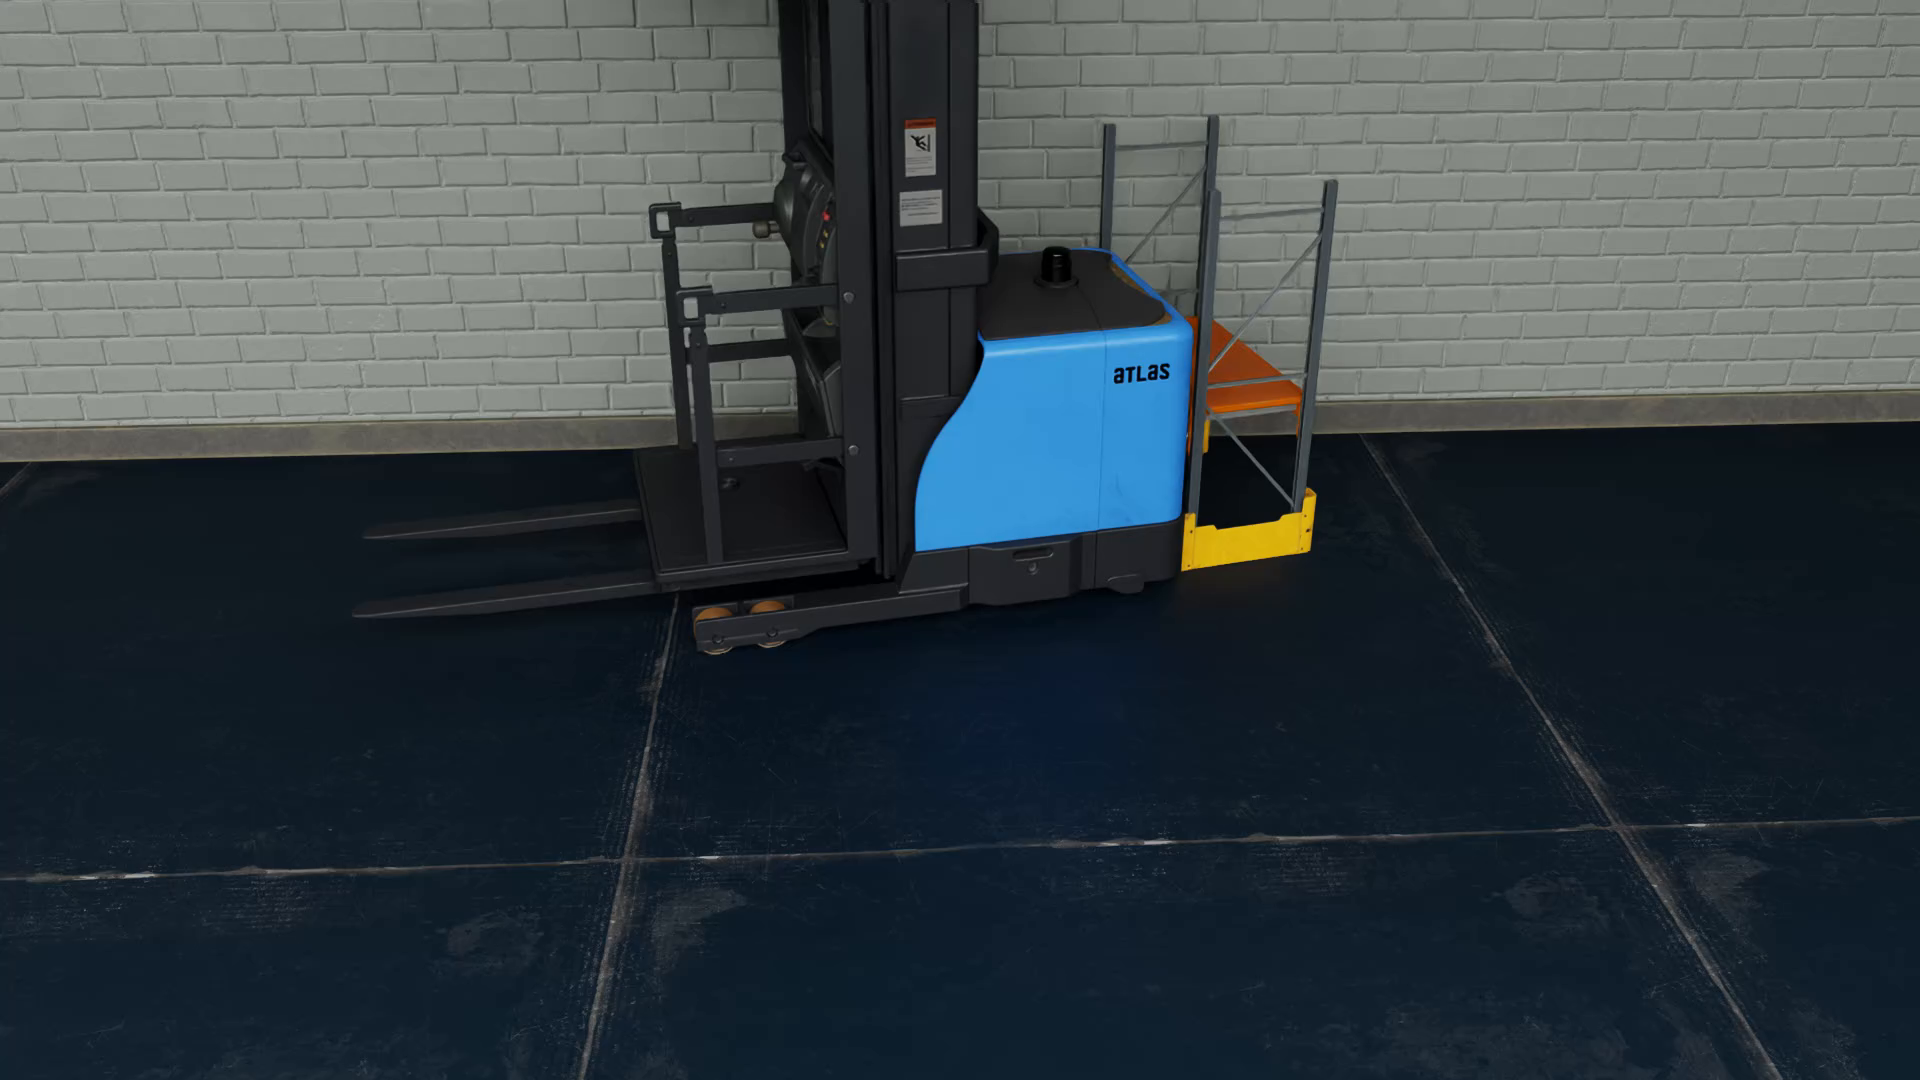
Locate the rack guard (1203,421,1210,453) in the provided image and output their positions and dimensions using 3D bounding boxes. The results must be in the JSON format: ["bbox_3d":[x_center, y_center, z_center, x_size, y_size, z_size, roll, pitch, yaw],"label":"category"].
[{"bbox_3d":[0.832,-0.485,7.409,0.587,0.250,0.087,-8,29,-15],"label":"rack guard"}]

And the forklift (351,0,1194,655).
[{"bbox_3d":[-0.724,-1.159,5.803,3.031,2.935,1.130,-7,28,-13],"label":"forklift"}]

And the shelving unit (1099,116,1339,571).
[{"bbox_3d":[0.975,-0.818,6.697,0.587,1.500,1.083,-8,29,-15],"label":"shelving unit"}]

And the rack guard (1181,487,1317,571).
[{"bbox_3d":[1.117,-0.043,6.563,0.587,0.250,0.087,-8,29,-15],"label":"rack guard"}]

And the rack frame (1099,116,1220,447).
[{"bbox_3d":[0.826,-1.047,7.136,0.500,1.500,0.032,-8,29,-15],"label":"rack frame"}]

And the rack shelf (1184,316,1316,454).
[{"bbox_3d":[0.972,-0.663,6.788,0.538,0.185,1.000,-8,29,-15],"label":"rack shelf"}]

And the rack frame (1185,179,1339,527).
[{"bbox_3d":[1.118,-0.597,6.273,0.500,1.500,0.032,-8,29,-15],"label":"rack frame"}]
